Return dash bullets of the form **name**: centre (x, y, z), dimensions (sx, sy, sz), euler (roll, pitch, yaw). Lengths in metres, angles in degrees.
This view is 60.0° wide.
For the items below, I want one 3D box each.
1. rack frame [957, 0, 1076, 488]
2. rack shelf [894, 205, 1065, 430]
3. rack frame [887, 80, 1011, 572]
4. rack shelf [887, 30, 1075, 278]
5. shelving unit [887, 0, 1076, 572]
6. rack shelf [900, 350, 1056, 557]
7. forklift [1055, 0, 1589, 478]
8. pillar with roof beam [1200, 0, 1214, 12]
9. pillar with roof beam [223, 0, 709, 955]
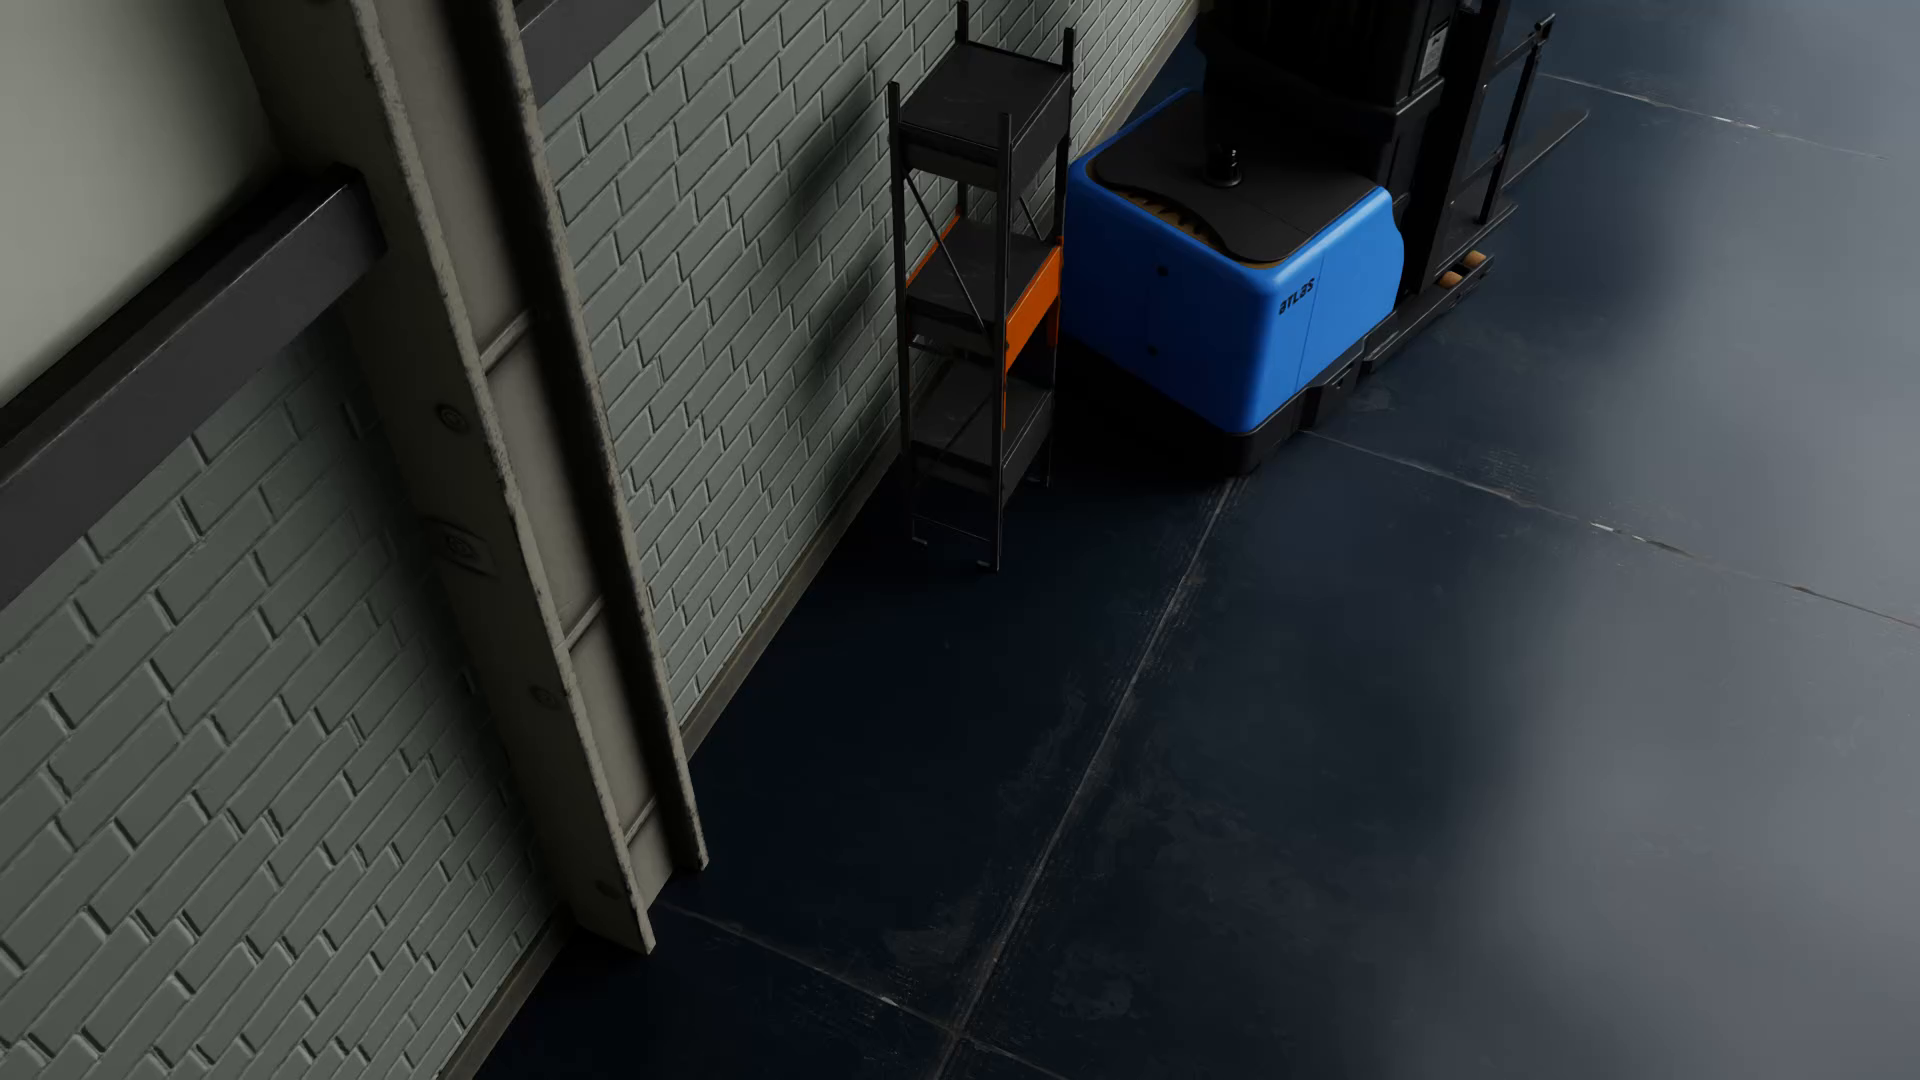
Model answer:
- **rack frame**: centre (0.175, -0.962, 6.005), dimensions (0.400, 2.100, 0.015), euler (20, 52, 16)
- **rack shelf**: centre (0.071, -0.786, 5.873), dimensions (0.431, 0.518, 0.480), euler (20, 52, 16)
- **rack frame**: centre (-0.034, -0.626, 5.719), dimensions (0.400, 2.100, 0.015), euler (20, 52, 16)
- **rack shelf**: centre (0.071, -1.239, 5.340), dimensions (0.431, 0.518, 0.480), euler (20, 52, 16)
- **shelving unit**: centre (0.071, -0.794, 5.862), dimensions (0.431, 2.100, 0.503), euler (20, 52, 16)
- **rack shelf**: centre (0.071, -0.332, 6.406), dimensions (0.431, 0.518, 0.480), euler (20, 52, 16)
- **forklift**: centre (1.758, -2.228, 6.537), dimensions (1.130, 2.935, 3.031), euler (36, 58, 27)
- **pillar with roof beam**: centre (5.384, -4.479, 4.468), dimensions (9.100, 9.000, 0.400), euler (20, 52, 16)
- **pillar with roof beam**: centre (2.821, -0.347, 0.952), dimensions (9.100, 9.000, 0.400), euler (20, 52, 16)
